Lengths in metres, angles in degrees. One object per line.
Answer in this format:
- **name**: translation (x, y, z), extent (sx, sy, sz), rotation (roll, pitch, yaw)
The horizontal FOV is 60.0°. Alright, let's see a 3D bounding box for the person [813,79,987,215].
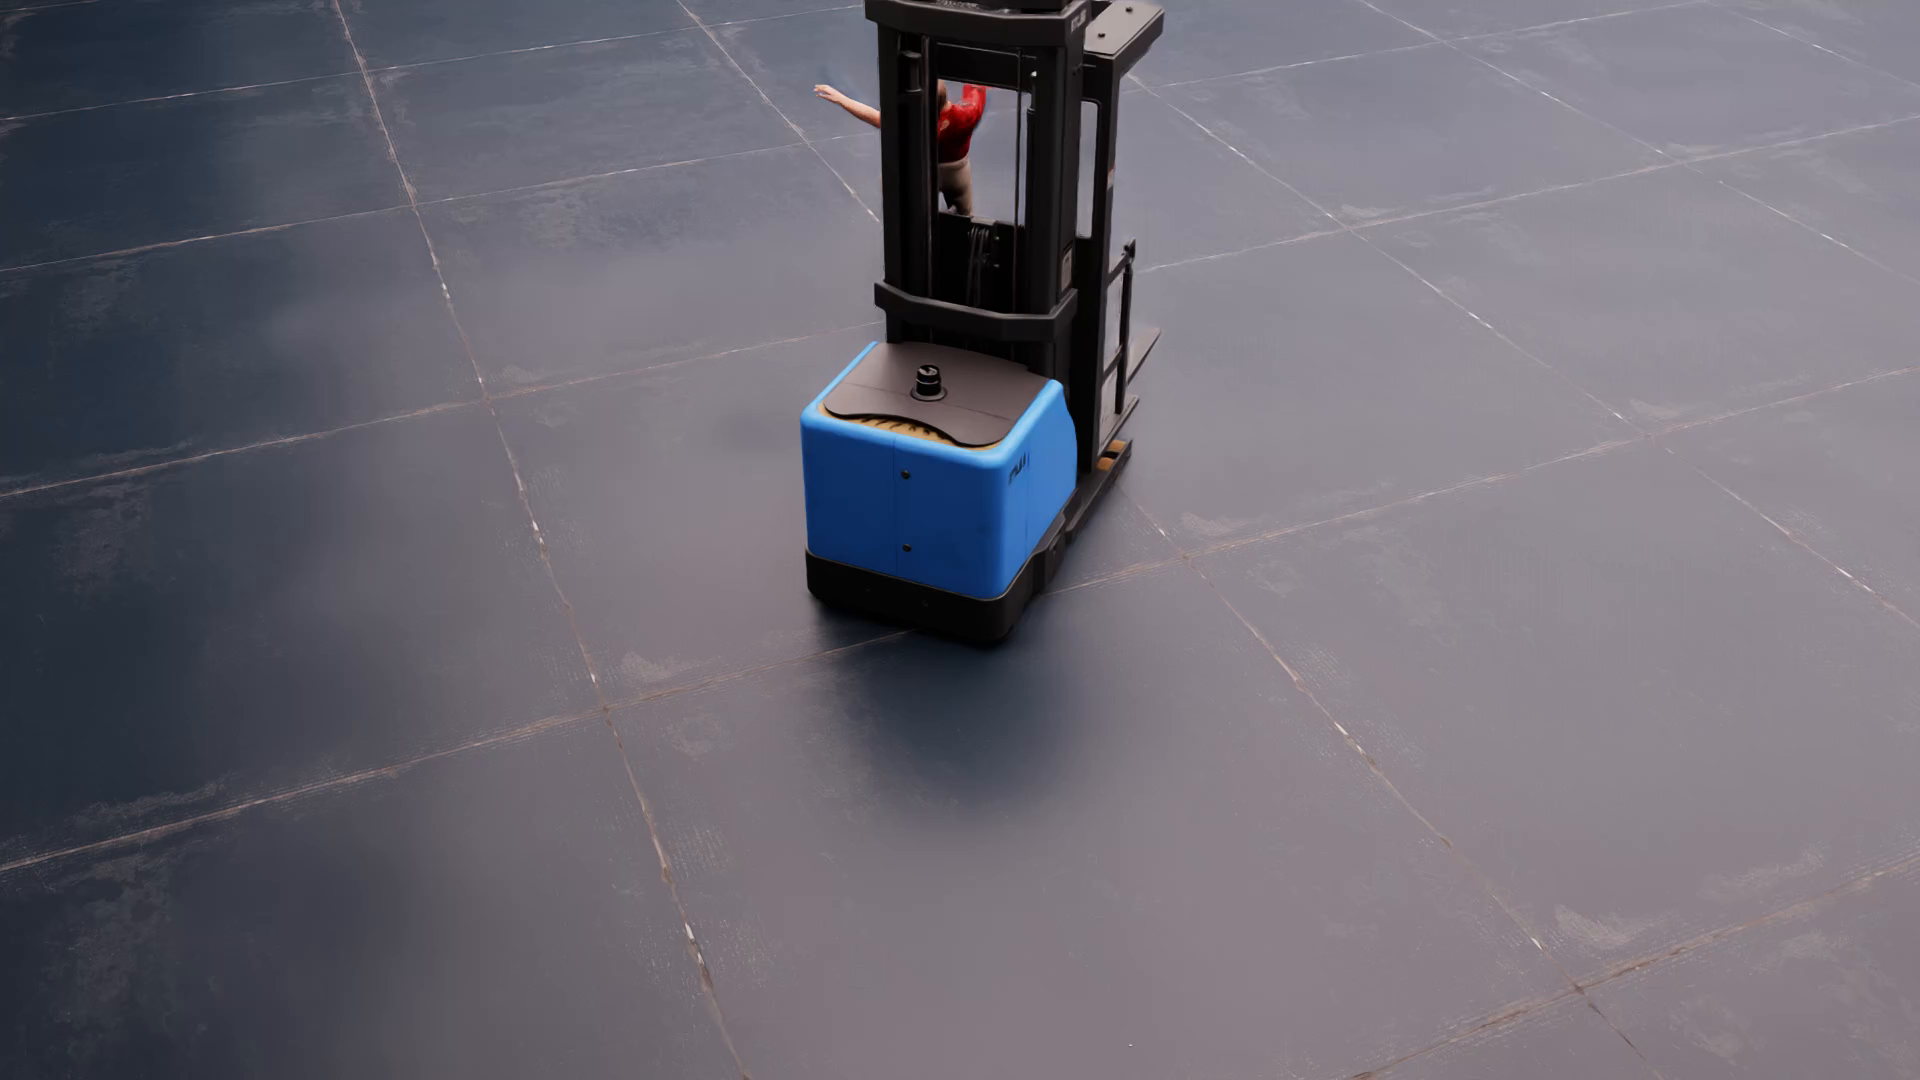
- **person**: translation (-0.393, -2.489, 10.764), extent (1.114, 1.666, 0.816), rotation (-6, 36, -9)

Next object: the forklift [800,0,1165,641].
- **forklift**: translation (0.301, -1.566, 8.300), extent (1.130, 2.935, 3.031), rotation (14, 38, 19)
